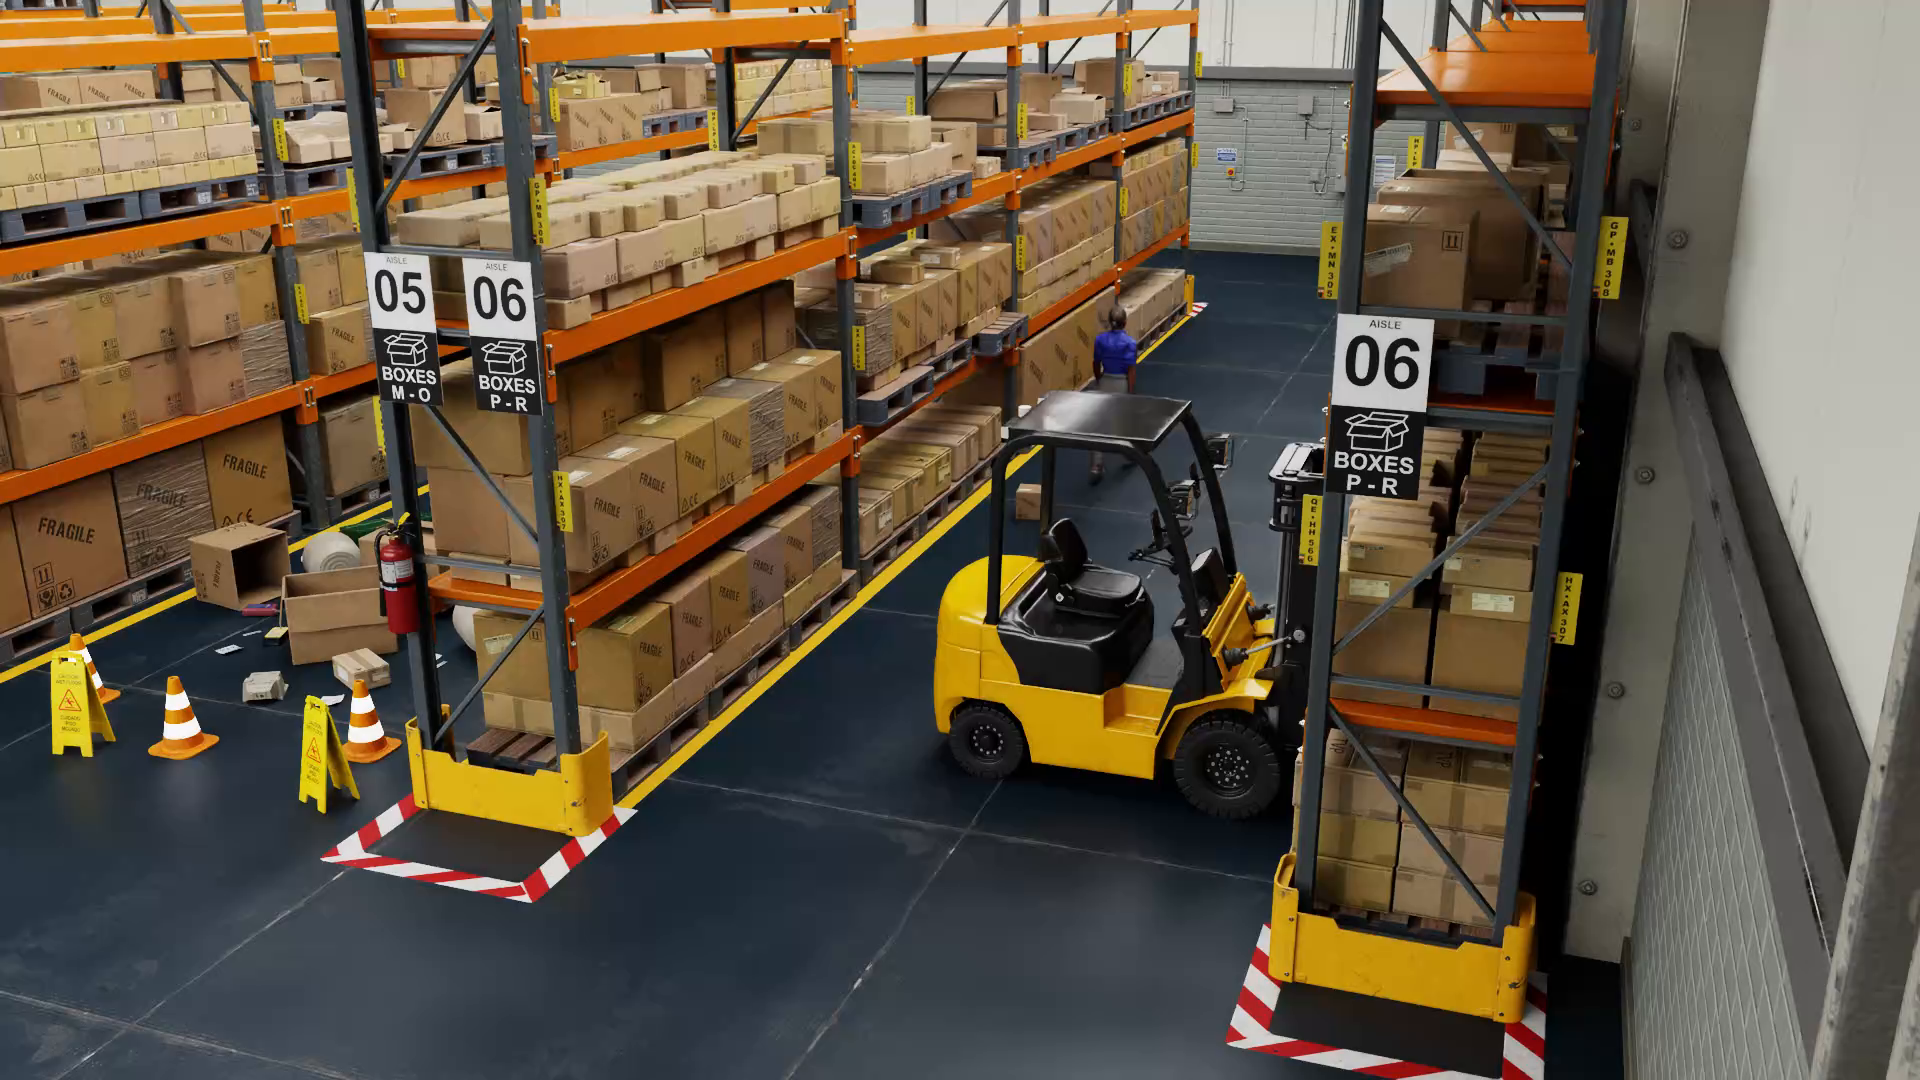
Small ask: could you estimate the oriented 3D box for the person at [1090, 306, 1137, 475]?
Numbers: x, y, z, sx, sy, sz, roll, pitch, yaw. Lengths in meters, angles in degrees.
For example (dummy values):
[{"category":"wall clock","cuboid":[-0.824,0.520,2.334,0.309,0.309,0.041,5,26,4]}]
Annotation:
[{"category":"person","cuboid":[1.473,-1.441,15.799,0.457,1.600,0.989,7,20,19]}]
